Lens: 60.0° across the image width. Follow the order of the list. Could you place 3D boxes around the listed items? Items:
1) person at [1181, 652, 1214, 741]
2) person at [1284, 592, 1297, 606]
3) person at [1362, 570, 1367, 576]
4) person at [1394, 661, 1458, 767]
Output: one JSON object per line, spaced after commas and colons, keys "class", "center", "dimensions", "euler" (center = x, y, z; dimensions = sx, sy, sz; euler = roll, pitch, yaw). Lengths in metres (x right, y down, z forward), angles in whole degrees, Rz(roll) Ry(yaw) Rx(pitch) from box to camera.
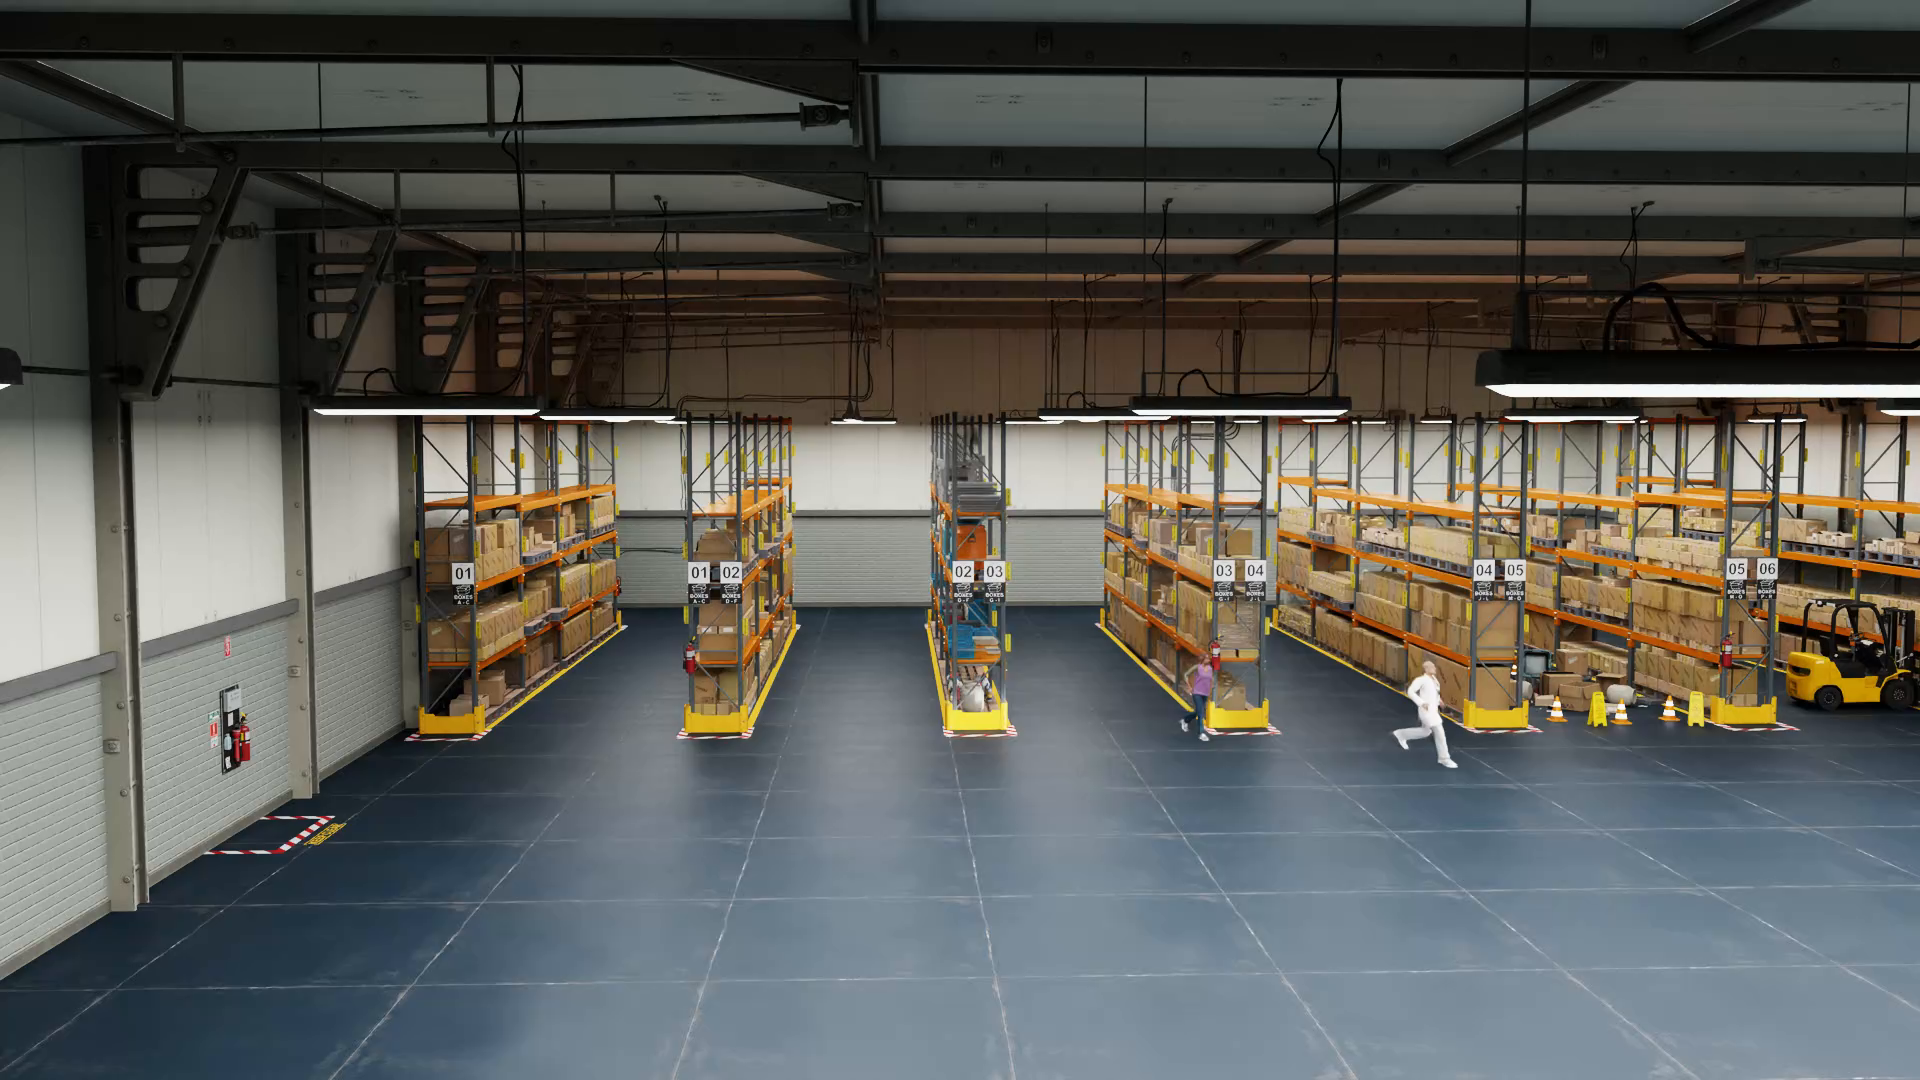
{"class": "person", "center": [4.422, 2.843, 30.584], "dimensions": [0.578, 1.568, 0.868], "euler": [-2, 5, -31]}
{"class": "person", "center": [9.821, 1.594, 49.050], "dimensions": [0.552, 1.618, 0.611], "euler": [2, 4, 27]}
{"class": "person", "center": [11.256, 1.723, 46.251], "dimensions": [0.658, 1.773, 1.073], "euler": [0, 4, 0]}
{"class": "person", "center": [7.940, 2.940, 28.314], "dimensions": [1.155, 1.776, 0.681], "euler": [2, 5, 33]}
